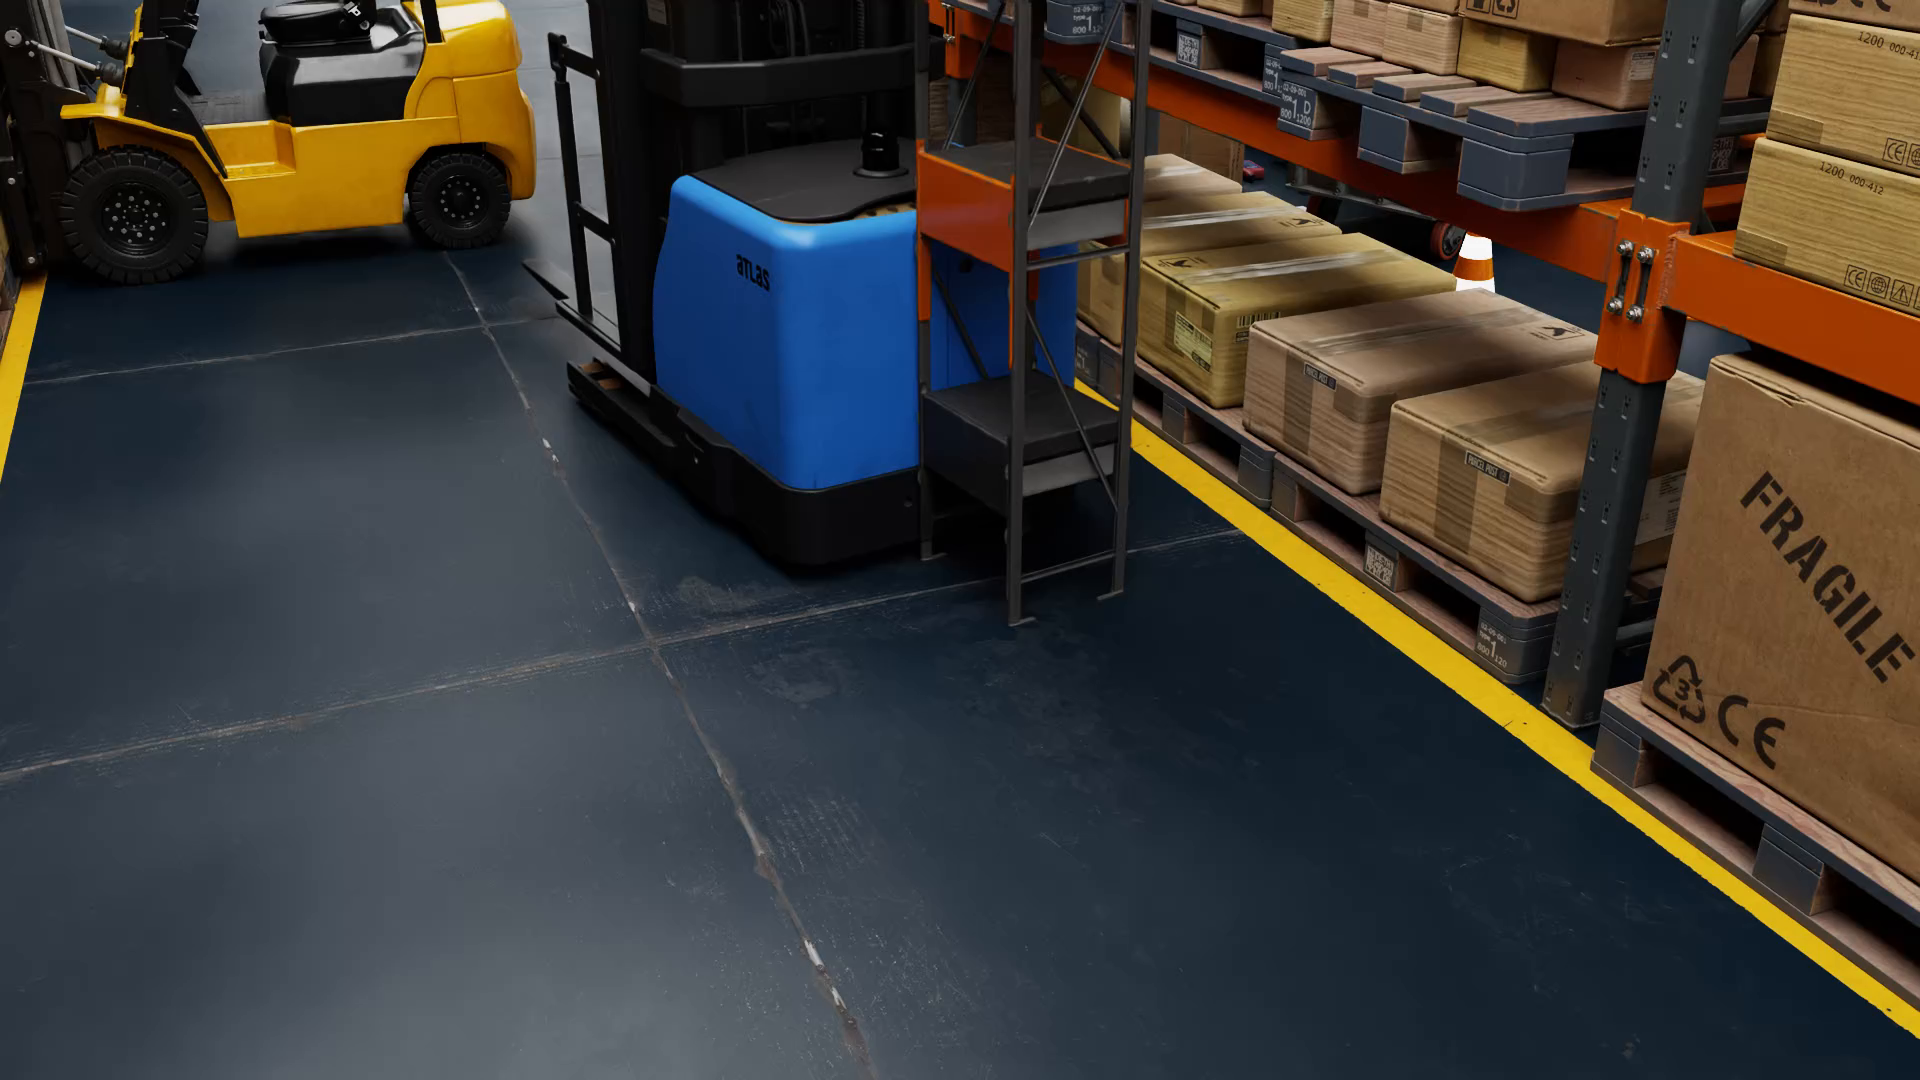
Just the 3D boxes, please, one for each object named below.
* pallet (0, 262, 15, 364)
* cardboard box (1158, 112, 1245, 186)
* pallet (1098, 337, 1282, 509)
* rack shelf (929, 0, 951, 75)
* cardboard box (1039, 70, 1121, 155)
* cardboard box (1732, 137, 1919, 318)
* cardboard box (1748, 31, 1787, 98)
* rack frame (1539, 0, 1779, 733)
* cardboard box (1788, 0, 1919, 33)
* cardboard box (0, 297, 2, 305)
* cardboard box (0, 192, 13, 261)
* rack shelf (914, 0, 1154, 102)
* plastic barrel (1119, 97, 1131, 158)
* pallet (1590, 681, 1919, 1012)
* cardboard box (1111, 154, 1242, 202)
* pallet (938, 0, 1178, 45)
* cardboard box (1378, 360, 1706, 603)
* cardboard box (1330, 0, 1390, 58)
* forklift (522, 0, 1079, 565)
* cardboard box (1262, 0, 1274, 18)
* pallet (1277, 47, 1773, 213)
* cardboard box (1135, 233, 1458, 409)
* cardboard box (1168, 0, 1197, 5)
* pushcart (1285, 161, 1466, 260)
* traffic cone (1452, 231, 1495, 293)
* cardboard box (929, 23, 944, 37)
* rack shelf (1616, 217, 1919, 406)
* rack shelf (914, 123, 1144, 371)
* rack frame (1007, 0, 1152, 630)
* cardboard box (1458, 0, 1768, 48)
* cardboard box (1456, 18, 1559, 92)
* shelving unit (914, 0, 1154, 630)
[{"bbox_3d":[-4.408,-0.802,6.652,1.003,0.211,1.213,-11,28,-21],"label":"pallet"},{"bbox_3d":[1.263,-2.125,9.030,0.500,0.500,0.500,8,27,15],"label":"cardboard box"},{"bbox_3d":[1.219,-0.521,6.076,1.003,0.211,1.213,-11,28,-21],"label":"pallet"},{"bbox_3d":[-0.353,-3.065,8.929,1.077,0.370,4.000,-11,28,-21],"label":"rack shelf"},{"bbox_3d":[0.448,-2.156,8.047,0.500,0.500,0.500,-9,27,-18],"label":"cardboard box"},{"bbox_3d":[1.957,-0.658,3.350,0.500,0.250,0.500,-11,28,-21],"label":"cardboard box"},{"bbox_3d":[2.041,-1.205,4.108,0.380,0.149,0.250,-12,29,-24],"label":"cardboard box"},{"bbox_3d":[1.997,-0.966,3.810,1.000,3.000,0.127,-11,28,-21],"label":"rack frame"},{"bbox_3d":[1.965,-1.219,3.075,0.500,0.500,0.500,-12,28,-22],"label":"cardboard box"},{"bbox_3d":[-4.020,-0.932,6.396,0.500,0.250,0.500,-10,28,-20],"label":"cardboard box"},{"bbox_3d":[-4.448,-1.339,7.229,0.500,0.250,0.500,-10,28,-20],"label":"cardboard box"},{"bbox_3d":[0.181,-1.446,4.253,0.431,0.518,0.480,-15,30,-28],"label":"rack shelf"},{"bbox_3d":[1.066,-2.465,9.815,0.512,0.421,0.421,8,27,15],"label":"plastic barrel"},{"bbox_3d":[2.237,0.618,3.744,1.003,0.211,1.213,-11,28,-21],"label":"pallet"},{"bbox_3d":[0.638,-1.378,7.169,0.950,0.372,0.625,-10,28,-20],"label":"cardboard box"},{"bbox_3d":[0.596,-2.161,6.477,1.003,0.211,1.213,-11,28,-21],"label":"pallet"},{"bbox_3d":[1.785,-0.204,4.766,0.950,0.372,0.625,-13,29,-24],"label":"cardboard box"},{"bbox_3d":[1.250,-1.427,4.561,0.380,0.149,0.250,-12,28,-23],"label":"cardboard box"},{"bbox_3d":[-0.823,-1.845,5.689,1.130,2.935,3.031,-15,30,-28],"label":"forklift"},{"bbox_3d":[1.147,-1.659,5.036,0.380,0.149,0.250,-10,28,-20],"label":"cardboard box"},{"bbox_3d":[1.620,-1.150,4.404,1.213,0.211,1.003,-11,28,-21],"label":"pallet"},{"bbox_3d":[1.197,-0.808,6.002,0.950,0.372,0.625,-10,28,-19],"label":"cardboard box"},{"bbox_3d":[0.841,-1.849,5.425,0.380,0.149,0.250,-9,28,-19],"label":"cardboard box"},{"bbox_3d":[2.509,-1.815,8.537,1.648,0.377,0.936,-22,34,-38],"label":"pushcart"},{"bbox_3d":[2.204,-1.181,7.142,0.336,0.463,0.334,-11,28,-21],"label":"traffic cone"},{"bbox_3d":[-0.249,-2.269,8.279,0.500,0.500,0.500,-10,28,-20],"label":"cardboard box"},{"bbox_3d":[2.780,0.164,2.315,1.077,0.370,4.000,-11,28,-21],"label":"rack shelf"},{"bbox_3d":[0.181,-0.817,4.560,0.431,0.518,0.480,-15,30,-28],"label":"rack shelf"},{"bbox_3d":[0.309,-0.738,4.368,0.400,2.100,0.015,-15,30,-28],"label":"rack frame"},{"bbox_3d":[1.563,-1.469,3.909,0.500,0.500,0.500,-11,28,-22],"label":"cardboard box"},{"bbox_3d":[1.481,-1.230,4.158,0.380,0.149,0.250,-10,28,-20],"label":"cardboard box"},{"bbox_3d":[0.181,-0.829,4.554,0.431,2.100,0.503,-15,30,-28],"label":"shelving unit"}]
